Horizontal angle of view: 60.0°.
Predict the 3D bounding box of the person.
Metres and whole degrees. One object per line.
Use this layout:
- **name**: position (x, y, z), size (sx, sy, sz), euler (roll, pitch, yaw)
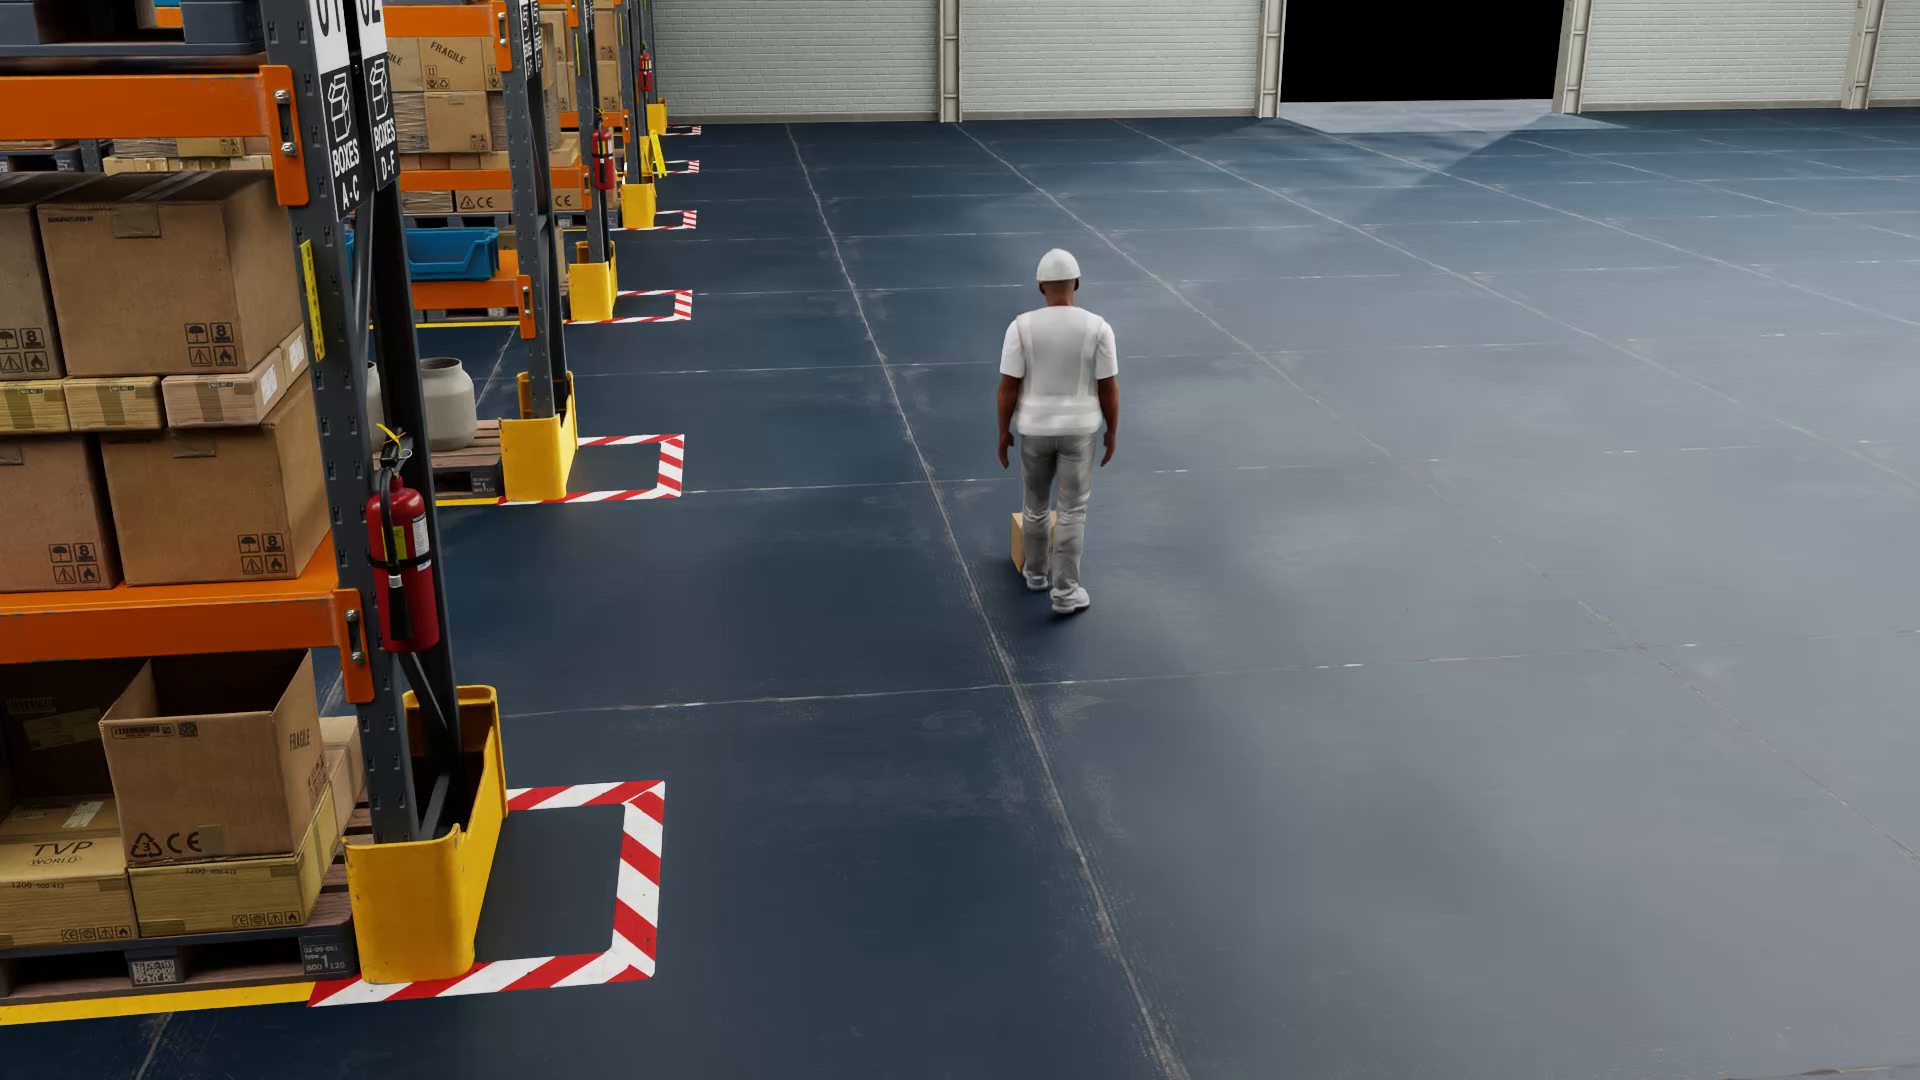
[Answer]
- **person**: position (0.486, -0.550, 8.149), size (0.579, 1.768, 0.686), euler (3, 20, 8)
